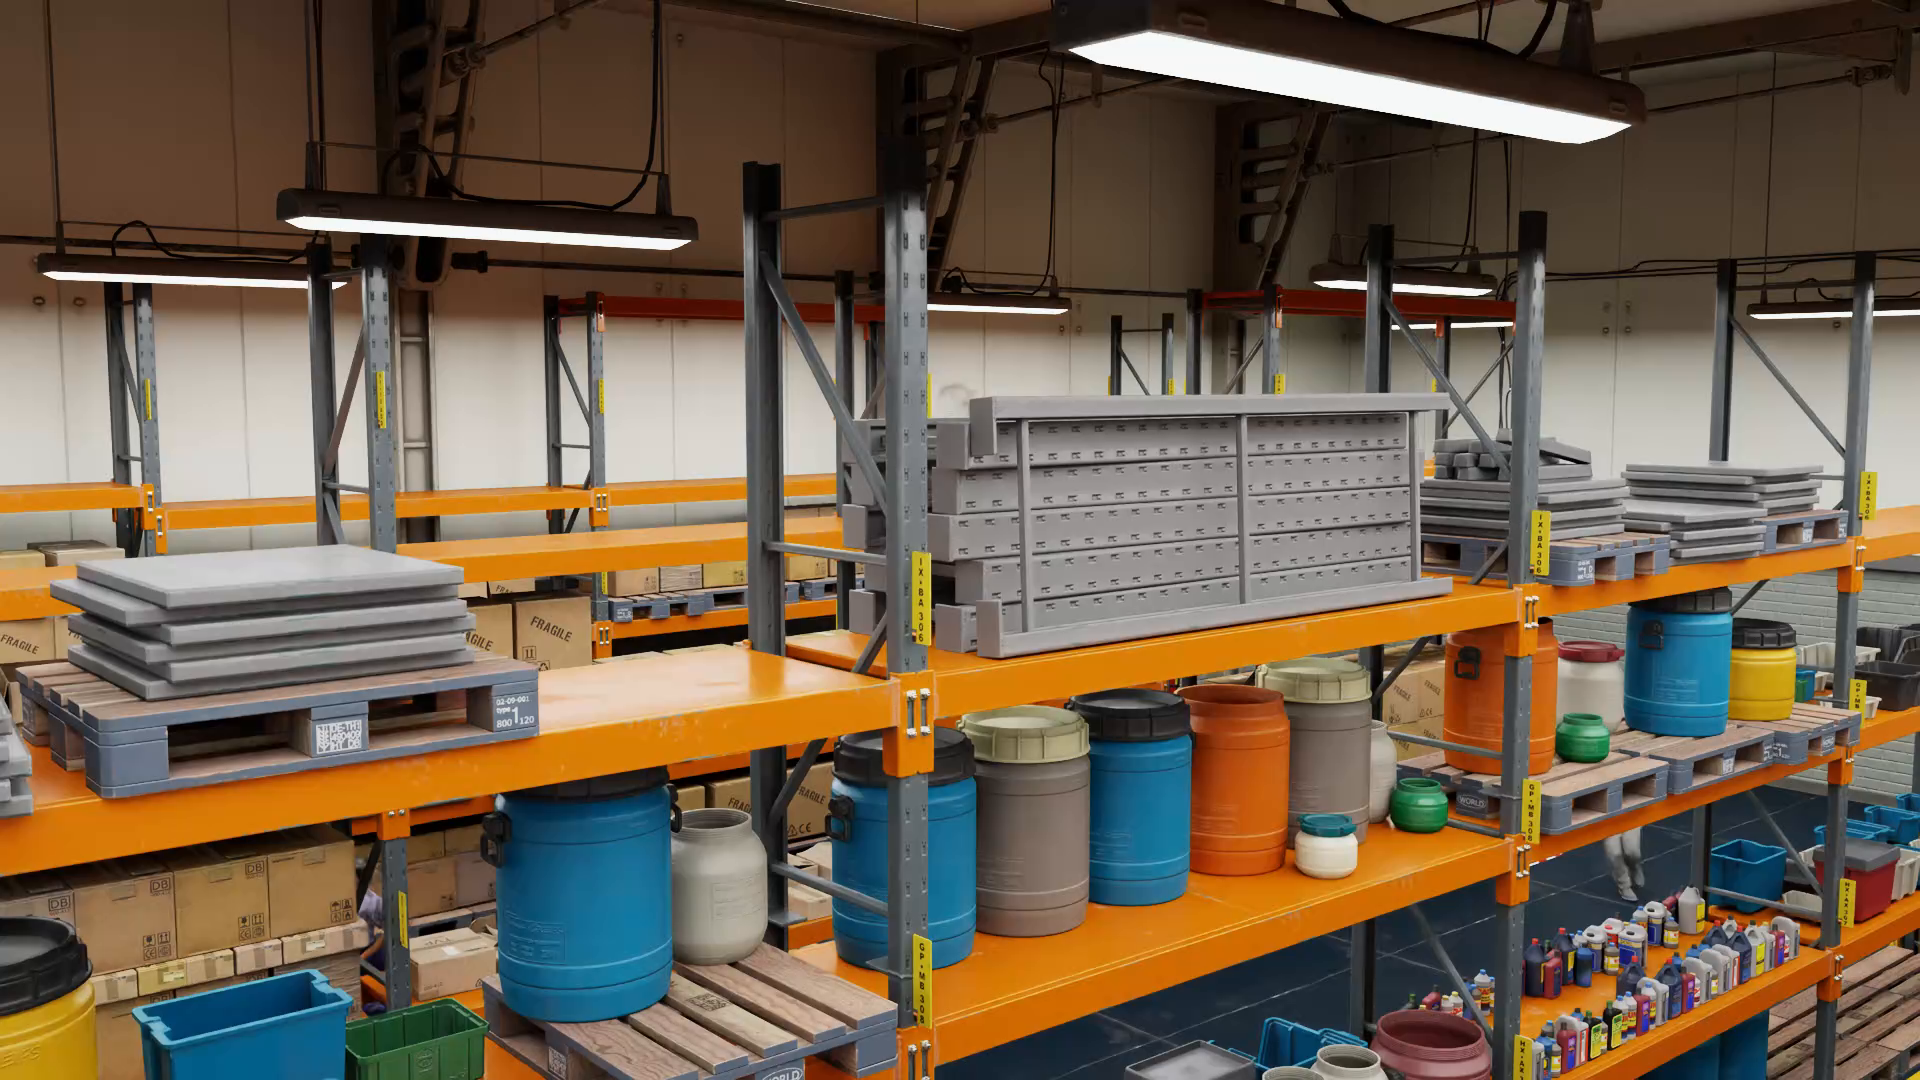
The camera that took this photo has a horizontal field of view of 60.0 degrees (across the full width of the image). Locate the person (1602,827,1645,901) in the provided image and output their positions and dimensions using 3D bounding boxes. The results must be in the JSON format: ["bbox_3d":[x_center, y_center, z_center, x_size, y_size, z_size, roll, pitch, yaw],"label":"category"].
[{"bbox_3d":[6.527,2.715,16.650,0.706,1.708,0.479,2,6,23],"label":"person"}]

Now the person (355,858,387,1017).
[{"bbox_3d":[-4.496,3.173,12.511,0.575,1.593,0.601,4,7,38],"label":"person"}]
